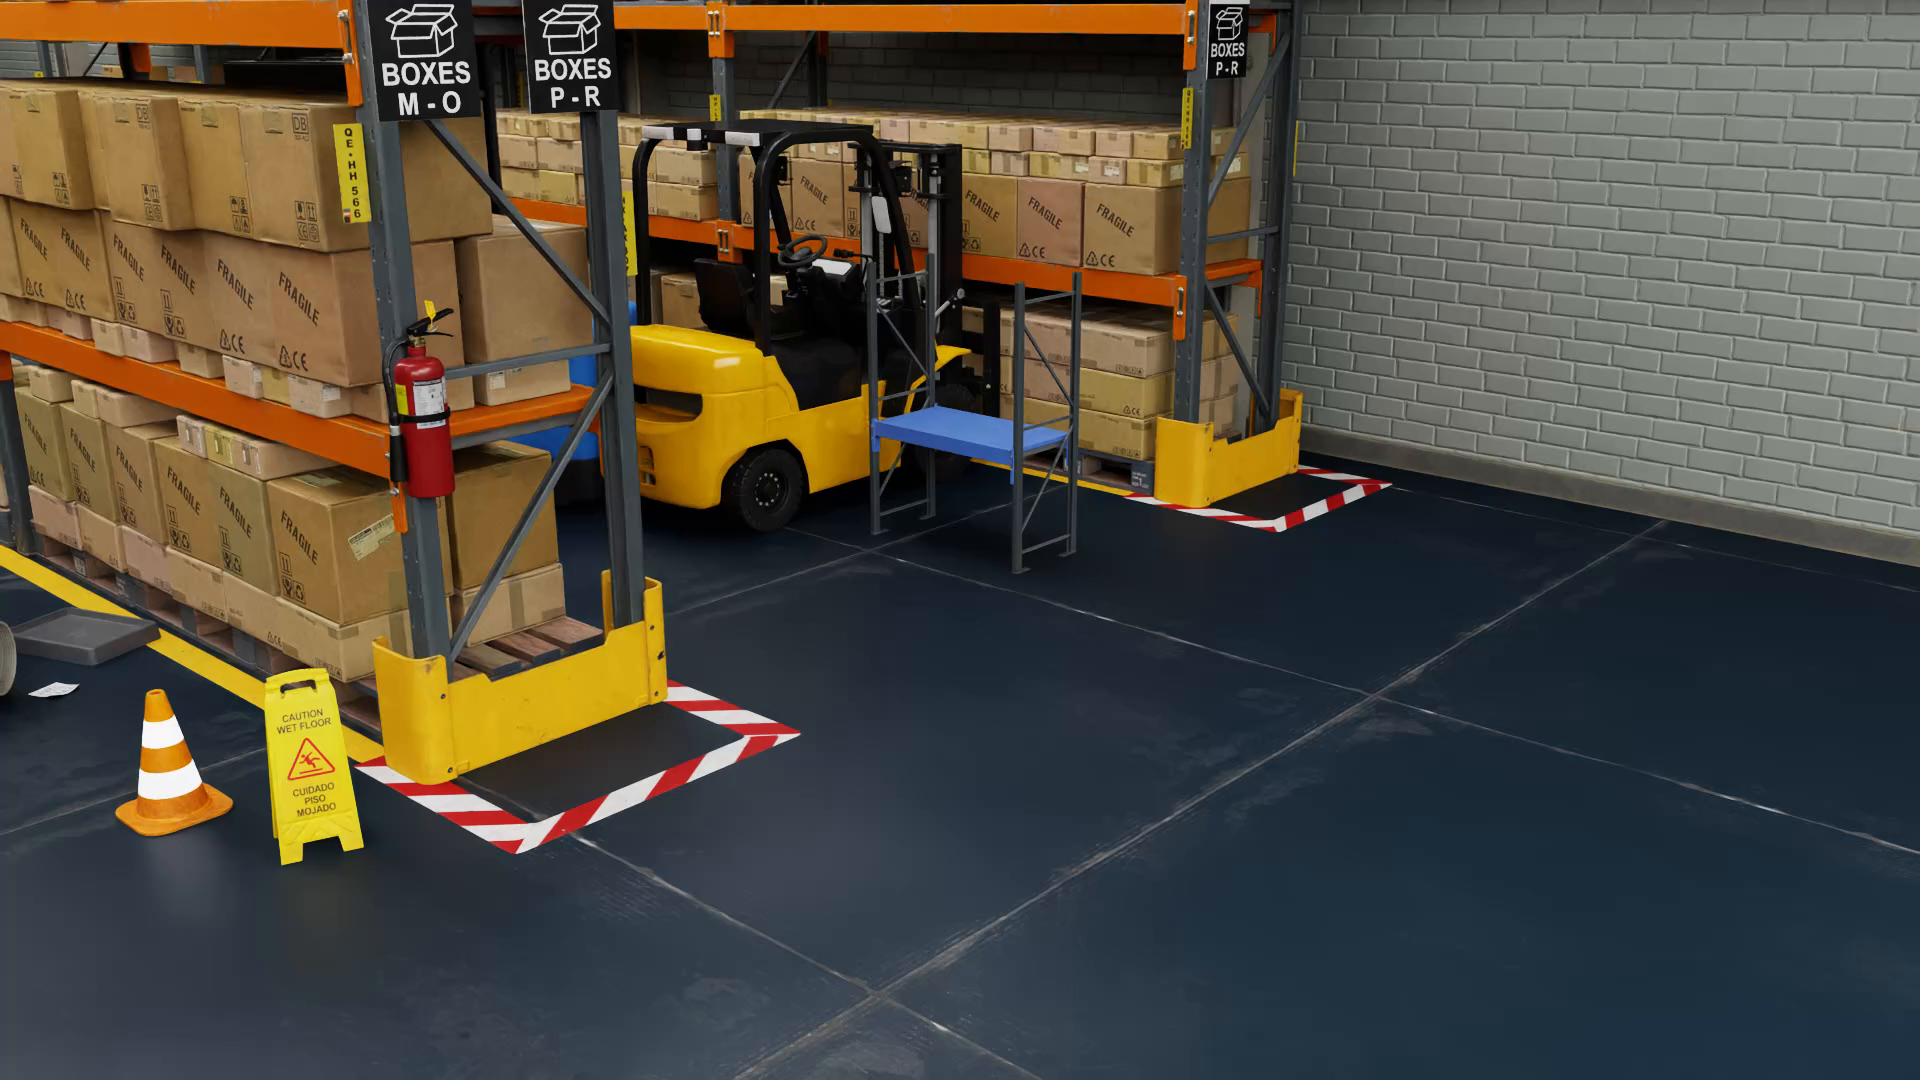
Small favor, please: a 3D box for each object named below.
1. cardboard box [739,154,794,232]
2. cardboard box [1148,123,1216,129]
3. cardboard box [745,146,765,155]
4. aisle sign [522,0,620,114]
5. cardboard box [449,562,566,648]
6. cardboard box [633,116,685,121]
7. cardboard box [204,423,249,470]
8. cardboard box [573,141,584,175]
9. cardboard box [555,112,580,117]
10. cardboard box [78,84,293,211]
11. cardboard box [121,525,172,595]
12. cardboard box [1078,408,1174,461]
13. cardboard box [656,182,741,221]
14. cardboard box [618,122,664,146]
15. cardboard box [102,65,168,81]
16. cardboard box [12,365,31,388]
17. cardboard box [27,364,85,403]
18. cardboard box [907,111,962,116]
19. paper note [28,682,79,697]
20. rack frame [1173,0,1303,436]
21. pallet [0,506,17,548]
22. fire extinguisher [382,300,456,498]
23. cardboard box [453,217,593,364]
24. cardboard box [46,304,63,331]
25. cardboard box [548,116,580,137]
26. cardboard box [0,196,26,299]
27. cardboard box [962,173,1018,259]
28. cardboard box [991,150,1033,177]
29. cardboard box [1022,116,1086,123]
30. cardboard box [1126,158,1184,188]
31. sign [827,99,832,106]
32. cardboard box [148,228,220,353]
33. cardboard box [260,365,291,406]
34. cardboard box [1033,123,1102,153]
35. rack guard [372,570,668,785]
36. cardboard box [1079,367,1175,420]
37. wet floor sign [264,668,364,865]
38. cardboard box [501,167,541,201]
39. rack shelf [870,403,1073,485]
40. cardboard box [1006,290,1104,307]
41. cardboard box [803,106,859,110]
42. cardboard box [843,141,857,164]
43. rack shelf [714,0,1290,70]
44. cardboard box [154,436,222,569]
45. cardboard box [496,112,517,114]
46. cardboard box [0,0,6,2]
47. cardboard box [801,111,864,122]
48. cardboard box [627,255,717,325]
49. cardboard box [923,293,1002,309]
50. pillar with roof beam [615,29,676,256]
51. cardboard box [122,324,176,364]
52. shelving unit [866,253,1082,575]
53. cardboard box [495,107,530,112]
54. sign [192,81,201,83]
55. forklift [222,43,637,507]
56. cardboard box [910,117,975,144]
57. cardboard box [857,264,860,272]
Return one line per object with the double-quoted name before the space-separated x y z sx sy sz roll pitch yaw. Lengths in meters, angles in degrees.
"cardboard box" -1.208 -2.482 11.809 0.500 0.500 0.500 14 22 38
"cardboard box" 1.358 -2.462 10.180 0.250 0.149 0.380 16 24 41
"cardboard box" -1.303 -2.816 11.789 0.250 0.149 0.380 15 23 38
"aisle sign" -1.415 -1.953 6.008 0.004 0.787 0.394 15 23 39
"cardboard box" -2.087 0.230 7.280 0.500 0.250 0.500 15 23 39
"cardboard box" -2.406 -3.327 13.398 0.250 0.149 0.380 15 23 39
"cardboard box" -2.944 -0.424 7.027 0.250 0.149 0.380 16 23 40
"cardboard box" -2.672 -2.996 13.015 0.500 0.250 0.500 16 23 40
"cardboard box" -3.184 -3.527 14.028 0.250 0.149 0.380 15 23 39
"cardboard box" -3.298 -1.689 7.165 0.500 0.500 0.700 15 23 39
"cardboard box" -3.591 0.041 7.874 0.500 0.250 0.500 15 23 39
"cardboard box" 1.064 -0.692 10.185 0.500 0.250 0.500 15 23 40
"cardboard box" -1.917 -2.553 12.446 0.500 0.250 0.500 16 23 40
"cardboard box" -2.407 -3.090 12.651 0.250 0.149 0.380 14 22 38
"cardboard box" -9.059 -4.967 18.320 0.500 0.500 0.500 16 23 41
"cardboard box" -6.114 -0.794 10.306 0.625 0.372 0.950 16 24 41
"cardboard box" -4.343 -0.797 8.204 0.250 0.149 0.380 15 23 40
"cardboard box" -0.151 -2.883 11.508 0.250 0.149 0.380 15 23 38
"paper note" -3.849 0.632 7.069 0.148 0.019 0.142 7 19 21
"rack frame" 1.625 -1.780 9.761 0.127 3.000 1.000 15 23 39
"pallet" -5.242 -0.286 9.664 1.213 0.211 1.003 15 23 39
"fire extinguisher" -1.887 -0.492 5.830 0.183 0.674 0.296 15 23 39
"cardboard box" -1.837 -1.003 6.657 0.500 0.500 0.500 15 23 38
"cardboard box" -4.194 -1.118 8.091 0.250 0.149 0.380 15 23 39
"cardboard box" -3.085 -3.325 13.392 0.250 0.149 0.380 15 23 39
"cardboard box" -4.515 -1.497 8.213 0.500 0.500 0.500 15 23 39
"cardboard box" 0.317 -2.076 10.529 0.500 0.500 0.500 14 23 38
"cardboard box" 0.407 -2.349 10.316 0.250 0.149 0.380 14 22 38
"cardboard box" 0.616 -2.679 10.866 0.250 0.149 0.380 14 23 38
"cardboard box" 1.180 -2.143 9.667 0.250 0.149 0.380 15 23 40
"sign" -0.999 -3.159 12.545 0.005 0.325 0.100 15 23 39
"cardboard box" -2.999 -1.095 6.946 0.500 0.500 0.500 15 23 39
"cardboard box" -2.529 -0.645 6.600 0.250 0.149 0.380 15 23 38
"cardboard box" 0.662 -2.458 10.169 0.250 0.149 0.380 15 23 40
"rack guard" -1.724 0.520 6.646 0.348 0.500 1.175 15 23 39
"cardboard box" 1.054 -0.935 10.123 0.500 0.250 0.500 15 23 39
"wet floor sign" -2.235 0.746 5.693 0.267 0.644 0.232 -9 20 -27
"cardboard box" -3.426 -2.966 13.747 0.500 0.250 0.500 14 22 38
"rack shelf" 0.064 -0.526 8.885 1.000 0.185 0.538 15 23 39
"cardboard box" 0.648 -1.488 11.038 0.500 0.250 0.500 15 23 39
"cardboard box" -0.927 -3.086 12.147 0.250 0.149 0.380 15 23 39
"cardboard box" -0.564 -2.599 11.105 0.250 0.149 0.380 15 23 39
"rack shelf" 0.129 -3.268 10.681 4.000 0.370 1.077 15 23 39
"cardboard box" -3.205 -0.212 7.432 0.500 0.500 0.500 14 23 38
"cardboard box" -3.906 -3.513 13.985 0.250 0.149 0.380 16 24 41
"cardboard box" -4.431 -2.585 7.755 0.250 0.149 0.380 15 23 39
"cardboard box" -0.873 -2.869 11.464 0.250 0.149 0.380 14 23 38
"cardboard box" -2.340 -1.911 13.406 0.625 0.625 0.875 15 23 39
"cardboard box" -0.070 -1.471 10.988 0.500 0.250 0.500 14 23 38
"pillar with roof beam" -5.643 -5.214 10.663 0.400 9.000 9.100 15 23 39
"cardboard box" -3.478 -0.900 7.405 0.250 0.149 0.380 15 23 39
"shelving unit" 0.064 -0.698 8.831 1.048 1.500 0.538 15 23 39
"cardboard box" -3.981 -3.723 14.647 0.250 0.149 0.380 16 24 41
"sign" -7.705 -4.477 16.830 0.005 0.325 0.100 15 23 39
"forklift" -3.518 -1.767 9.833 3.031 2.935 1.130 2 18 7
"cardboard box" -0.111 -2.664 10.816 0.250 0.149 0.380 15 23 39
"cardboard box" -0.870 -1.894 12.319 0.500 0.250 0.500 16 23 40
